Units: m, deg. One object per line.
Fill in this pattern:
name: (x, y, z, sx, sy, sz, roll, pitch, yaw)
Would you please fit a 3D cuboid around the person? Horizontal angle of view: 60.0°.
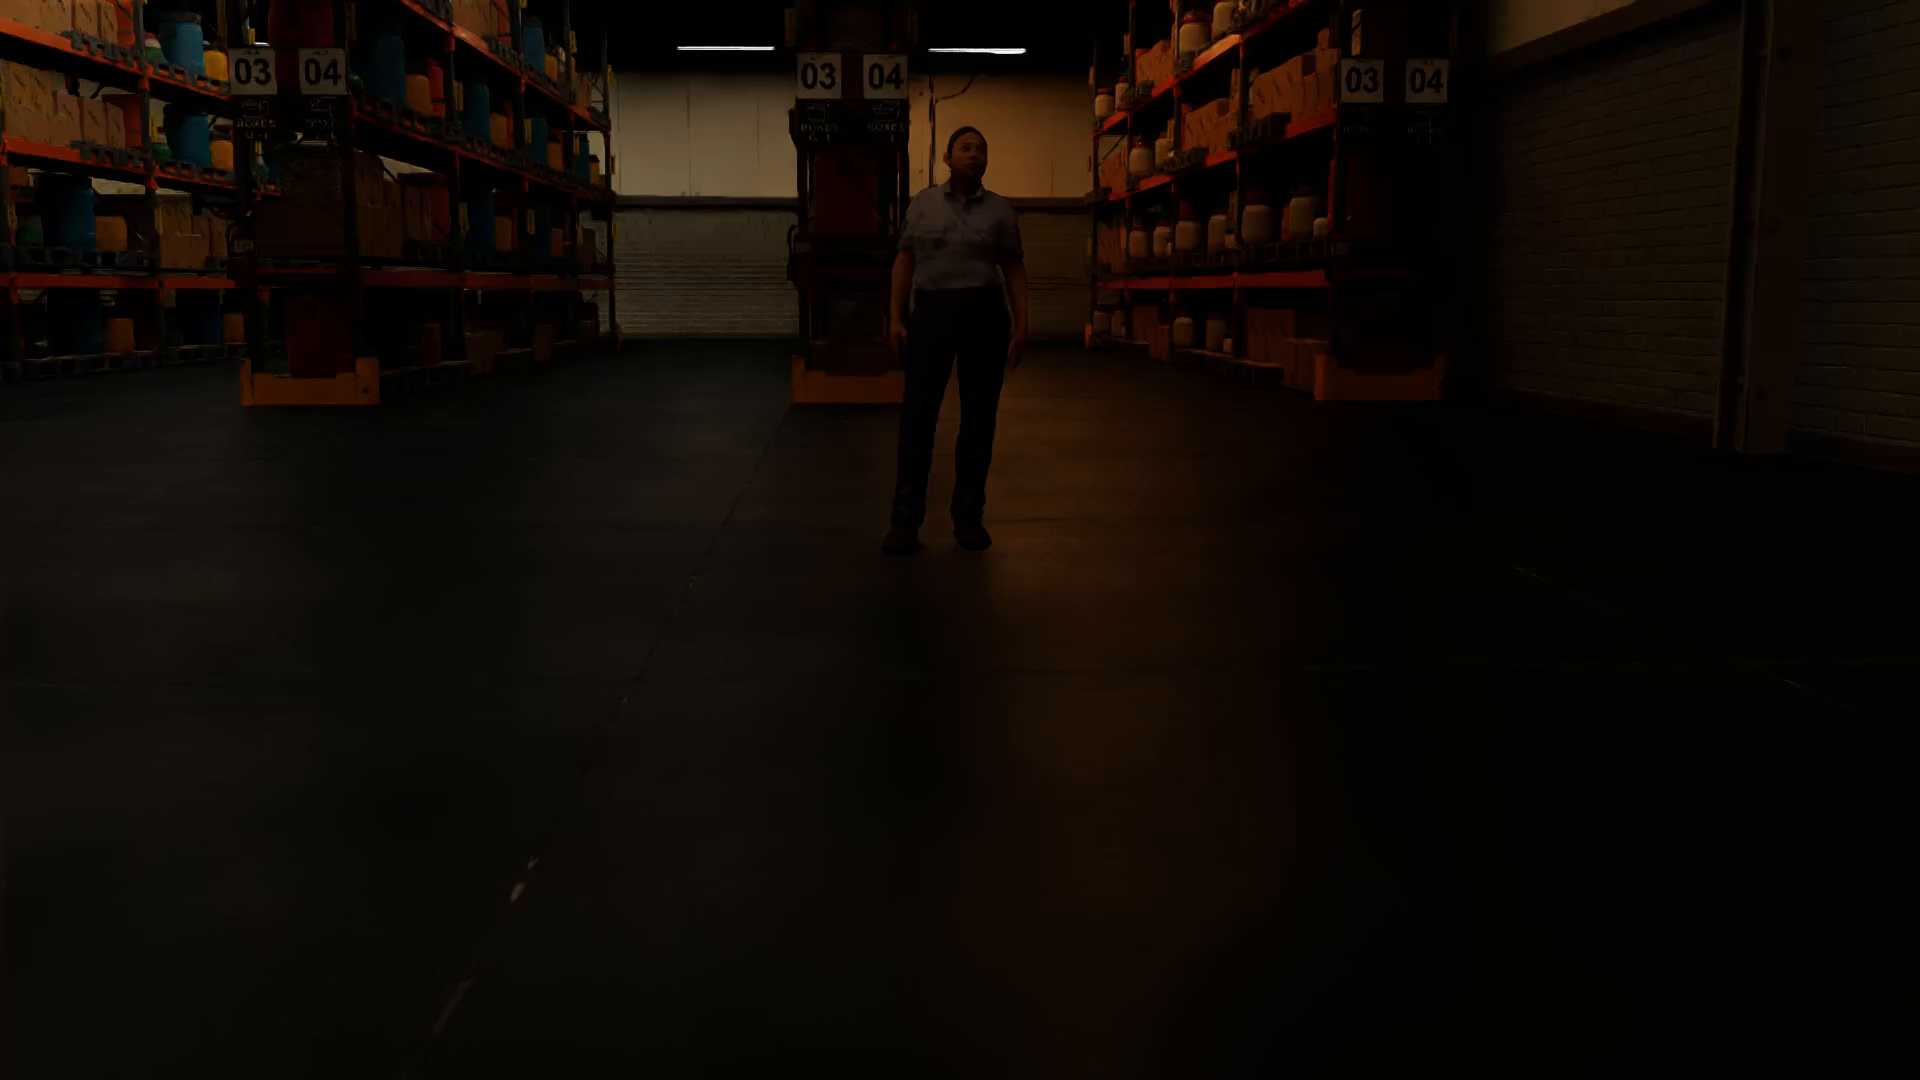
person: (-0.017, -0.809, 6.598, 0.599, 1.650, 0.502, -1, 8, -4)
